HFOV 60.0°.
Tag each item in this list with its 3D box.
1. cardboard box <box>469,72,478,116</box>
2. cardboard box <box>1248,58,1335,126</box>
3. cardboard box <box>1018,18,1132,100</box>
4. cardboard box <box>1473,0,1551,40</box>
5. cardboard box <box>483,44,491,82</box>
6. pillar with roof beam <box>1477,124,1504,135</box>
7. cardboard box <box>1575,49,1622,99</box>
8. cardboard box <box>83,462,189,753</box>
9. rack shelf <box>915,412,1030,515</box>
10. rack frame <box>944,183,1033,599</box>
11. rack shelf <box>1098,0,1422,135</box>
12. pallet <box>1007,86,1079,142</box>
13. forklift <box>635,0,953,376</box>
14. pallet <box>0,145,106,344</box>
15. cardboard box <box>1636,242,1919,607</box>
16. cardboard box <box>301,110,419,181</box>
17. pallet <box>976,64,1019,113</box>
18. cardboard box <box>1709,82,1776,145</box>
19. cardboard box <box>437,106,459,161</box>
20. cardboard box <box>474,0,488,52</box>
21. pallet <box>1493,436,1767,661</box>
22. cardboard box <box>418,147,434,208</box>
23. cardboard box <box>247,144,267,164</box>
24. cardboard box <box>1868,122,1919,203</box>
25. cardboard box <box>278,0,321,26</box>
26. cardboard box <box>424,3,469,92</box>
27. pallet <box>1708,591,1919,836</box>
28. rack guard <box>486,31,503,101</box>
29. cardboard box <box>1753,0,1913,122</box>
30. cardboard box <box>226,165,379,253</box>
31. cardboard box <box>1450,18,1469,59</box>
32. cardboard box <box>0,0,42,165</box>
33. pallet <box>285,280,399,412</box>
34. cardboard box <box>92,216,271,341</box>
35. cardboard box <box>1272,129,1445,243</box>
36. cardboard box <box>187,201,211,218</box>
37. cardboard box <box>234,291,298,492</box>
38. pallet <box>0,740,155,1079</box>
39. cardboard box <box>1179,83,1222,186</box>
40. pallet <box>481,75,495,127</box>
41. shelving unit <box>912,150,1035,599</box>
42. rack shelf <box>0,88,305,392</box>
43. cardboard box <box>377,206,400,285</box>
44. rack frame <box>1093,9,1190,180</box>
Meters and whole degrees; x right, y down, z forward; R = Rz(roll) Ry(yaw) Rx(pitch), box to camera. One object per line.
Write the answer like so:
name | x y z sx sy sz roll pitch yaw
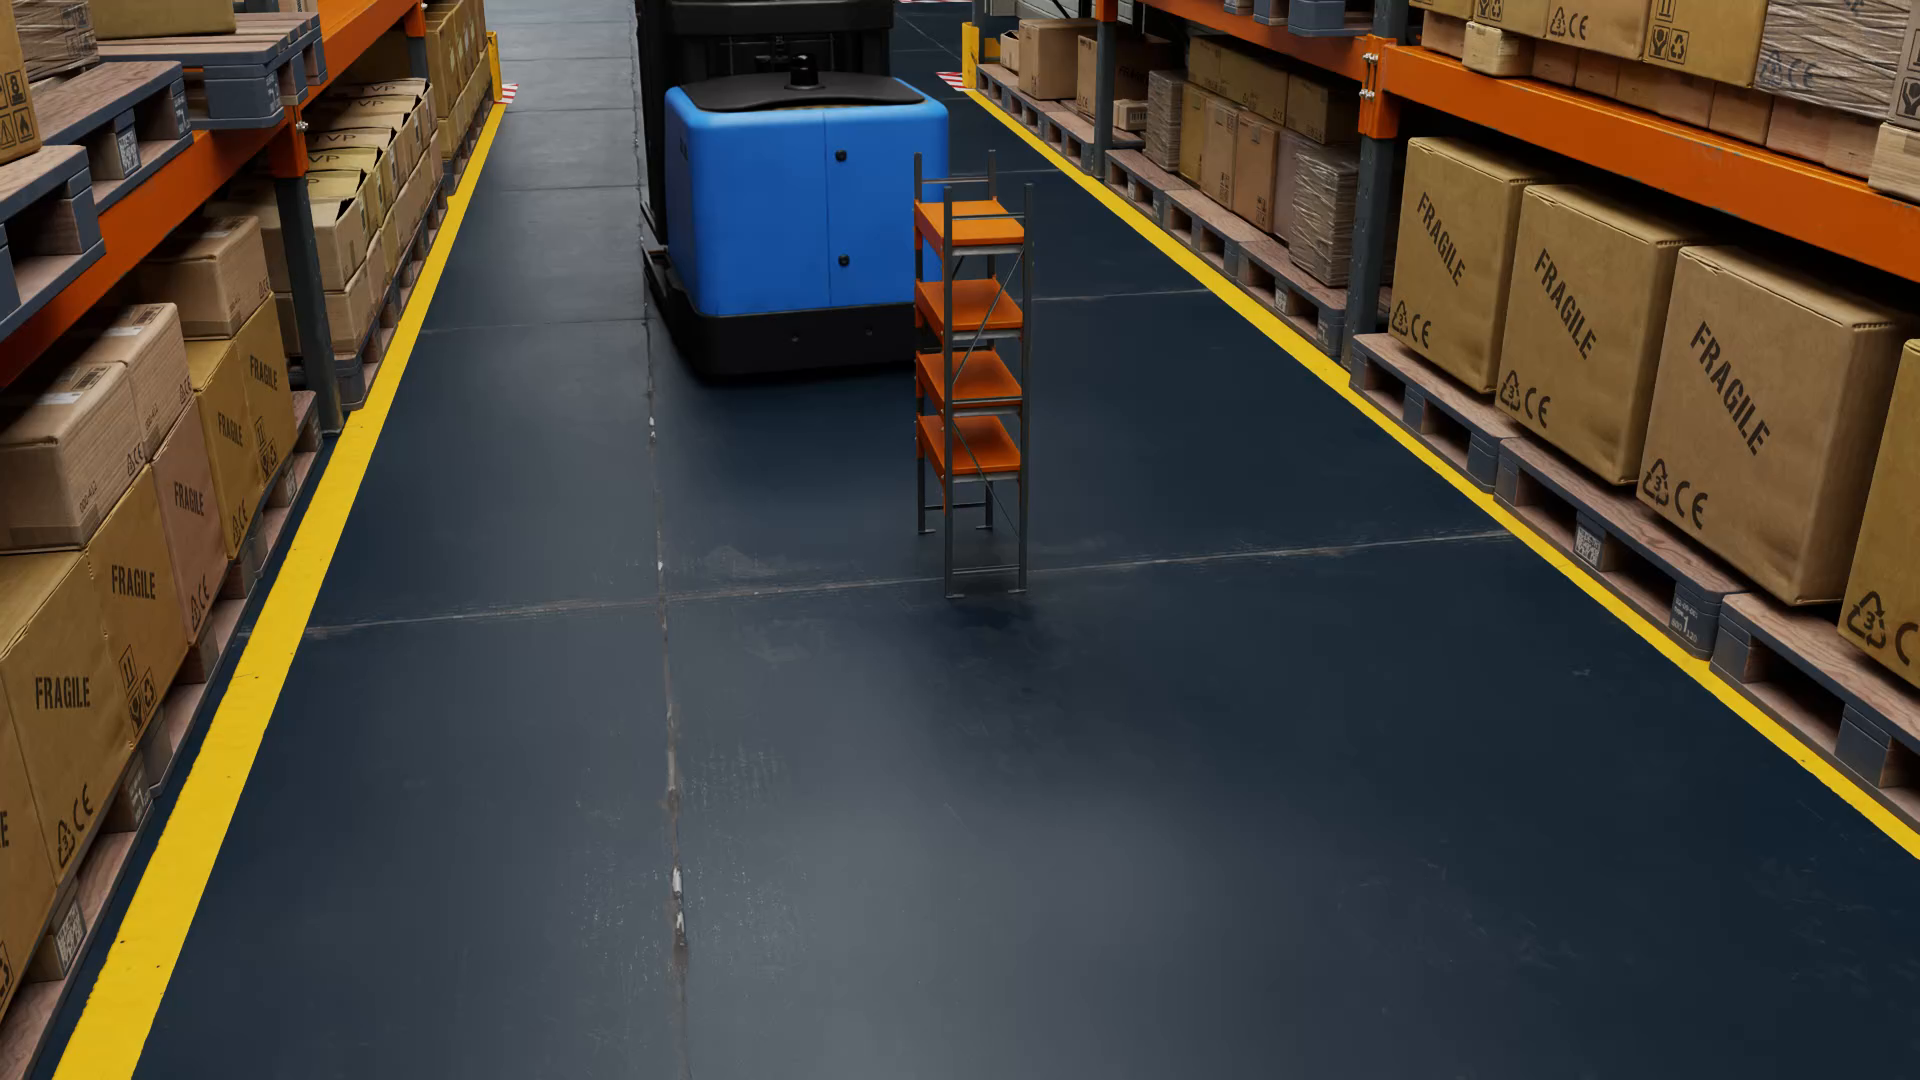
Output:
cardboard box | -3.587 -3.045 11.385 0.500 0.250 0.500 -4 24 -10
cardboard box | 1.753 -2.222 8.227 0.500 0.250 0.500 -4 24 -10
cardboard box | 0.833 -3.520 12.135 0.700 0.500 0.500 -6 24 -13
cardboard box | 2.007 -1.887 5.301 0.500 0.500 0.500 -4 24 -8
cardboard box | -3.876 -3.634 12.734 0.500 0.250 0.500 -4 24 -10
pillar with roof beam | -1.540 -5.118 5.726 9.100 9.000 0.400 -4 24 -10
cardboard box | 2.142 -1.458 5.129 0.380 0.149 0.250 -4 24 -9
cardboard box | -2.092 0.159 3.712 0.500 0.500 0.500 -4 24 -9
rack shelf | 0.031 -0.241 4.967 0.258 0.148 0.480 -4 24 -10
rack frame | 0.076 -0.389 4.641 0.240 1.200 0.015 -4 24 -10
rack shelf | 1.711 -2.569 8.284 1.077 0.370 4.000 -4 24 -10
pallet | 0.953 -3.150 12.199 1.003 0.211 1.213 -4 24 -10
forklift | -0.919 -2.555 7.438 1.130 2.935 3.031 -6 24 -14
pallet | -2.088 -0.405 2.670 1.003 0.211 1.213 -4 24 -10
cardboard box | 2.405 -0.342 4.446 0.750 0.750 0.750 -4 24 -8
cardboard box | -2.977 -1.968 8.219 0.500 0.311 0.500 -4 24 -10
pallet | 0.731 -3.629 13.295 1.003 0.211 1.213 -4 24 -10
cardboard box | 2.250 -1.153 4.432 0.380 0.149 0.250 -4 24 -8
cardboard box | -3.314 -2.455 10.033 0.500 0.250 0.500 -4 24 -10
cardboard box | -3.874 -3.978 12.584 0.500 0.500 0.500 -4 24 -10
pallet | 2.375 -0.040 5.077 1.003 0.211 1.213 -4 24 -10
cardboard box | -3.073 -1.909 8.784 0.500 0.250 0.500 -5 24 -11
cardboard box | -3.409 -1.721 7.653 0.500 0.311 0.500 -4 24 -8
cardboard box | 2.300 -0.847 3.731 0.380 0.149 0.250 -4 24 -10
cardboard box | -2.762 -2.069 6.352 0.500 0.311 0.500 -5 24 -10
cardboard box | -3.489 -3.192 10.786 0.500 0.500 0.500 -4 24 -10
pallet | 2.604 0.441 3.976 1.003 0.211 1.213 -4 24 -10
rack guard | -4.270 -3.755 13.222 1.175 0.500 0.348 -4 24 -10
cardboard box | 2.299 -1.291 3.937 0.500 0.500 0.500 -4 24 -10
cardboard box | -2.700 -1.367 6.843 0.500 0.311 0.500 -5 24 -11
cardboard box | 1.952 -1.760 5.821 0.380 0.149 0.250 -4 24 -9
cardboard box | -2.104 -0.878 2.862 0.700 0.500 0.500 -1 24 -1
pallet | -2.901 -0.793 6.802 1.003 0.211 1.213 -4 24 -10
cardboard box | -2.368 -0.772 4.905 0.500 0.250 0.500 -3 24 -8
cardboard box | 1.916 -1.659 7.874 0.700 0.500 0.500 -4 24 -10
cardboard box | -3.126 -1.121 6.280 0.500 0.311 0.500 -4 24 -8
cardboard box | -2.383 -0.450 5.105 0.500 0.500 0.500 -3 24 -8
pallet | -2.235 0.790 3.177 1.003 0.211 1.213 -4 24 -10
cardboard box | 1.639 -2.254 9.236 0.700 0.500 0.500 -5 24 -11
pallet | -4.083 -3.315 12.577 1.003 0.211 1.213 -4 24 -10
shelving unit | 0.031 -0.485 4.861 0.258 1.200 0.503 -4 24 -10
rack shelf | -2.417 -0.628 3.838 1.077 0.370 4.000 -4 24 -10
cardboard box | -2.791 -1.306 7.403 0.500 0.250 0.500 -5 24 -11
rack frame | 1.341 -3.686 9.941 1.000 3.000 0.127 -4 24 -10
